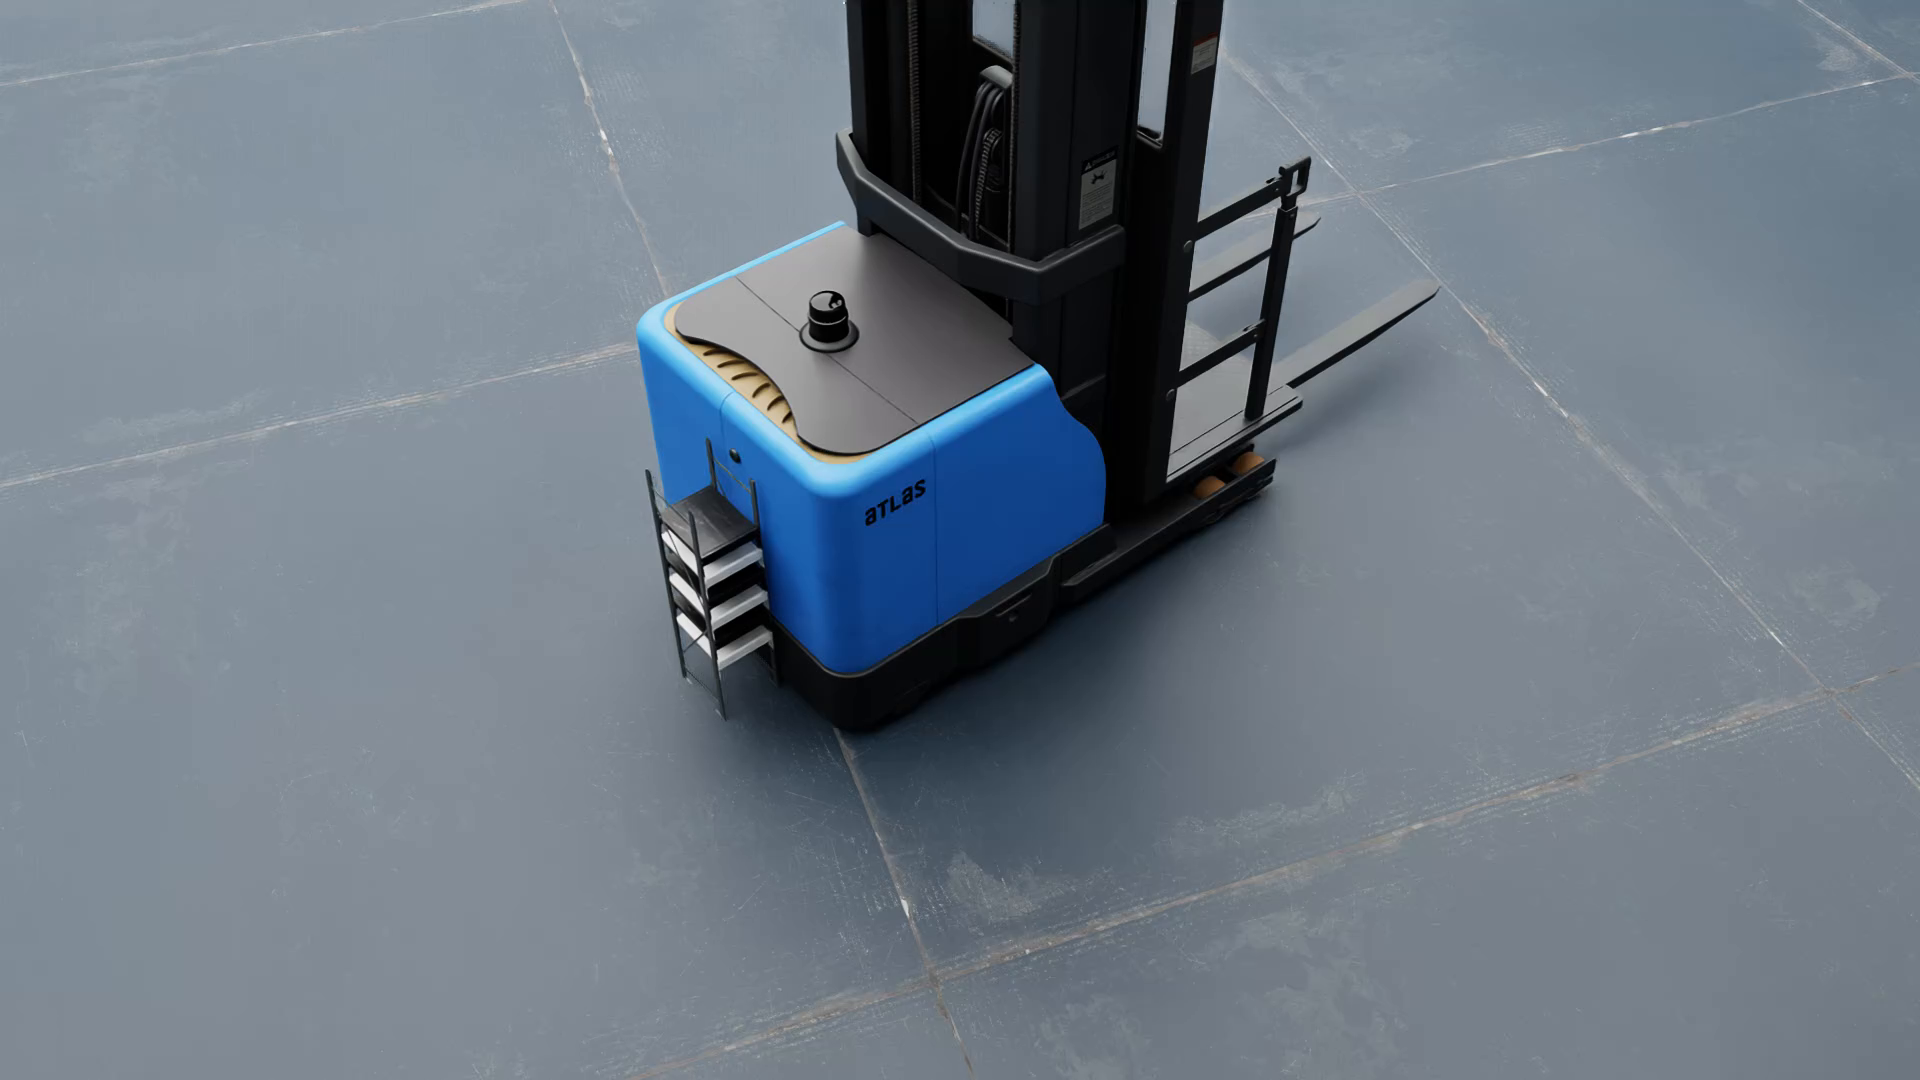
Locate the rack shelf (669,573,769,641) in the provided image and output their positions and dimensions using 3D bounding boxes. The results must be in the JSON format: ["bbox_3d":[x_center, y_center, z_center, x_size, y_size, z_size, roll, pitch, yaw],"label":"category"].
[{"bbox_3d":[-0.730,0.159,5.003,0.200,0.077,0.258,-31,53,-27],"label":"rack shelf"}]

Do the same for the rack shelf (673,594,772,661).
[{"bbox_3d":[-0.730,0.222,5.067,0.200,0.077,0.258,-31,53,-27],"label":"rack shelf"}]

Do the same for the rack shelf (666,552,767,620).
[{"bbox_3d":[-0.730,0.095,4.940,0.200,0.077,0.258,-31,53,-27],"label":"rack shelf"}]

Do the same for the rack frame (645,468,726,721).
[{"bbox_3d":[-0.808,0.182,4.934,0.006,0.900,0.240,-31,53,-27],"label":"rack frame"}]

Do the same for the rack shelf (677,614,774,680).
[{"bbox_3d":[-0.730,0.286,5.131,0.200,0.077,0.258,-31,53,-27],"label":"rack shelf"}]

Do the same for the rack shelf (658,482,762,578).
[{"bbox_3d":[-0.730,-0.032,4.812,0.200,0.077,0.258,-31,53,-27],"label":"rack shelf"}]

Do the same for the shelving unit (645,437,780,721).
[{"bbox_3d":[-0.730,0.135,4.980,0.210,0.900,0.258,-31,53,-27],"label":"shelving unit"}]

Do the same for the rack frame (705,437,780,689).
[{"bbox_3d":[-0.652,0.089,5.026,0.006,0.900,0.240,-31,53,-27],"label":"rack frame"}]

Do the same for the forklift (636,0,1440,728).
[{"bbox_3d":[0.481,-1.351,5.027,3.031,2.935,1.130,-31,53,-27],"label":"forklift"}]

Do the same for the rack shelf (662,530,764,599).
[{"bbox_3d":[-0.730,0.032,4.876,0.200,0.077,0.258,-31,53,-27],"label":"rack shelf"}]
